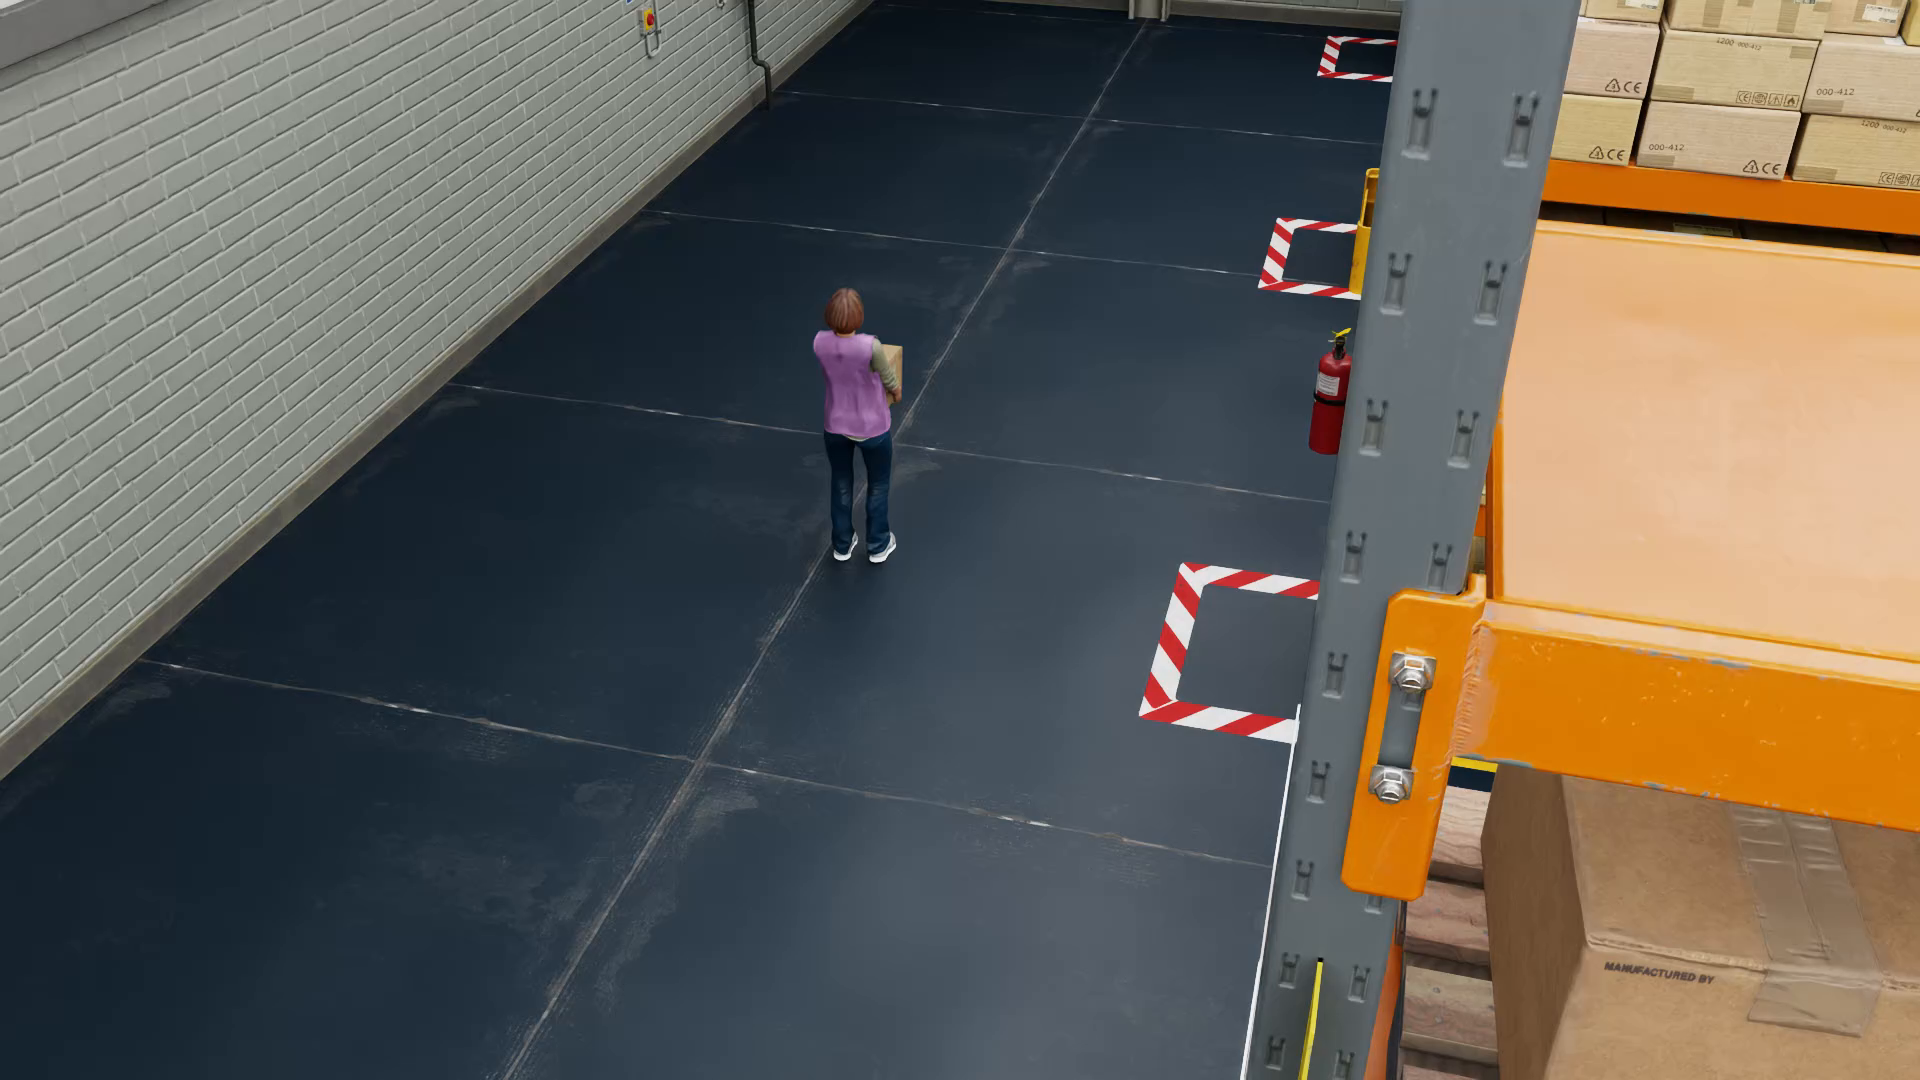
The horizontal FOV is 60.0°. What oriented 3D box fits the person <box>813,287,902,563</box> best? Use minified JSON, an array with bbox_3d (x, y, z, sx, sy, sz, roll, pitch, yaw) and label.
[{"bbox_3d":[-0.511,-0.622,8.602,0.406,1.588,0.497,8,34,13],"label":"person"}]
